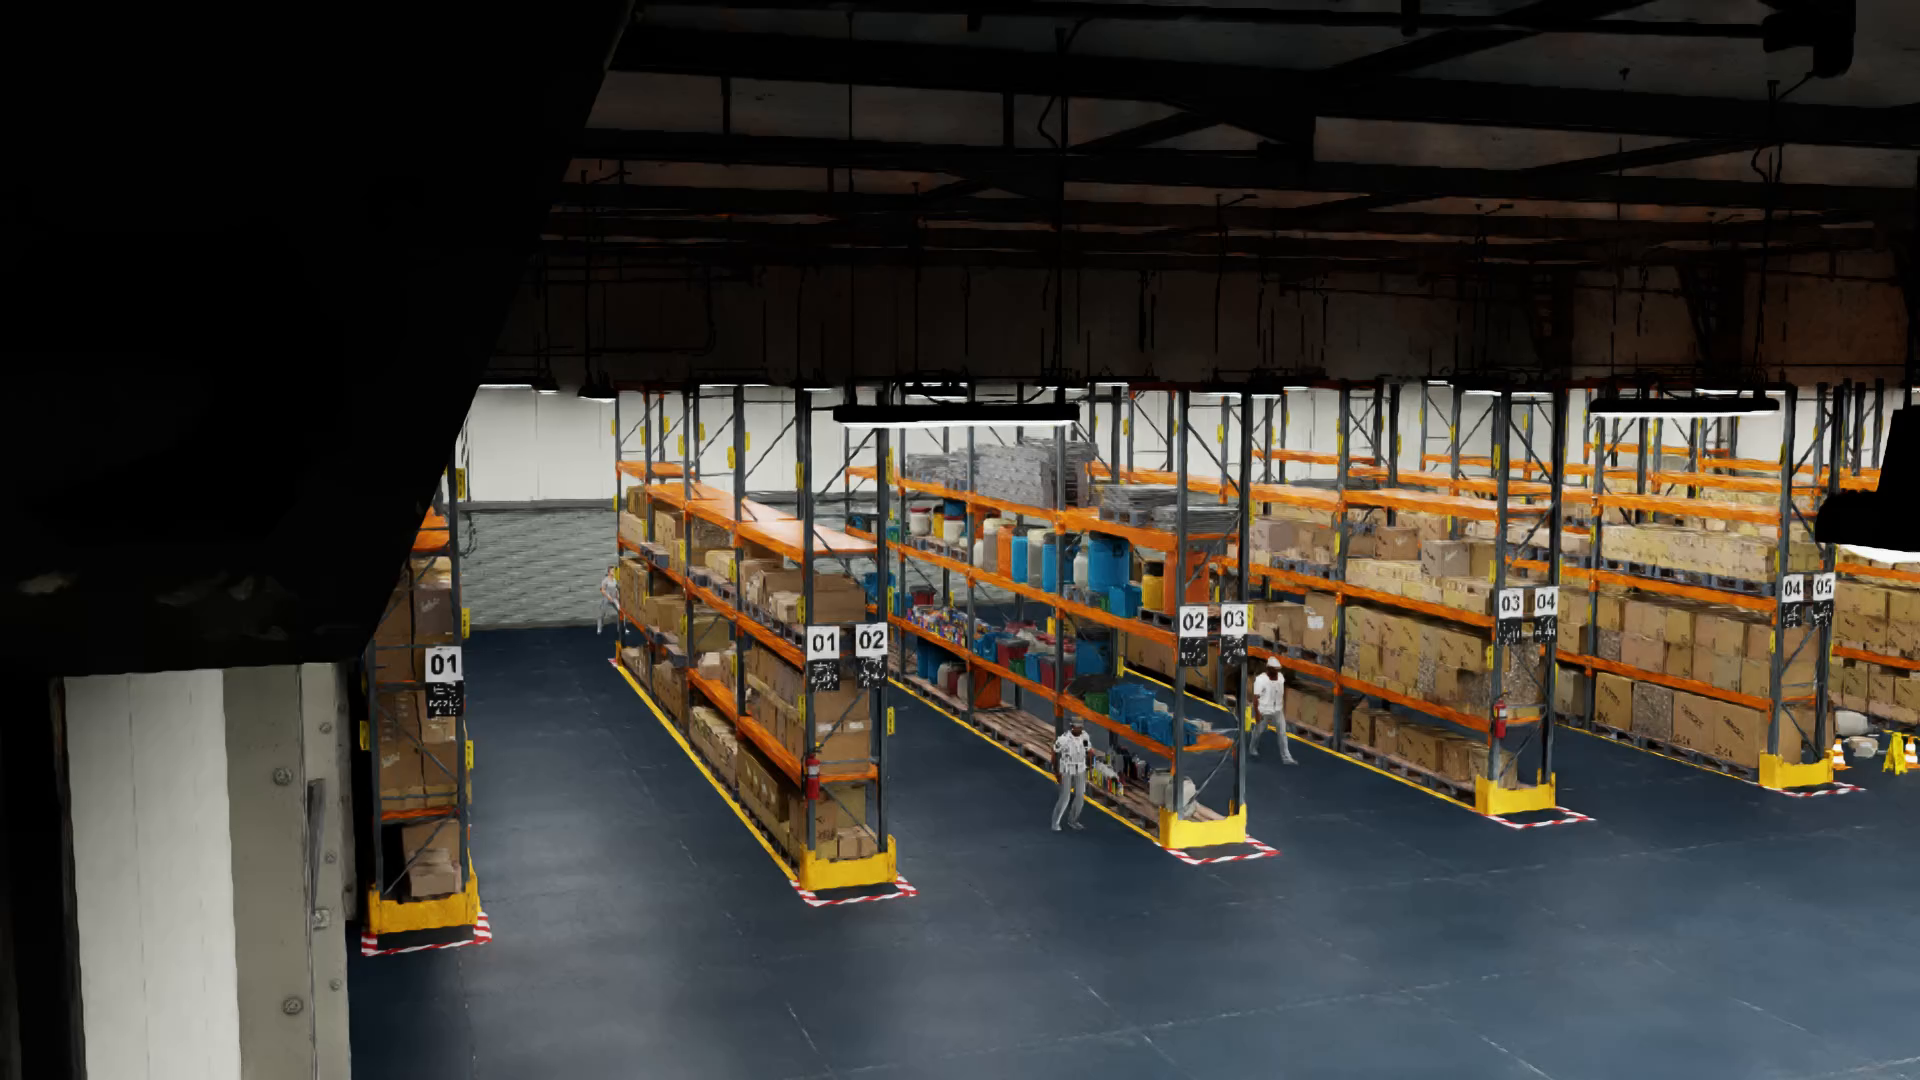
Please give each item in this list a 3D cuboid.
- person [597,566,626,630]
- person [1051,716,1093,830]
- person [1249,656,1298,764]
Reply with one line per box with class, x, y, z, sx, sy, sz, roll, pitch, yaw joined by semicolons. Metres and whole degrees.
person;-8.235;1.361;39.064;0.561;1.534;0.797;-5;8;-38
person;1.518;3.146;22.571;0.592;1.629;0.531;-2;6;-21
person;4.939;2.682;26.444;0.579;1.688;1.108;-2;6;-18
